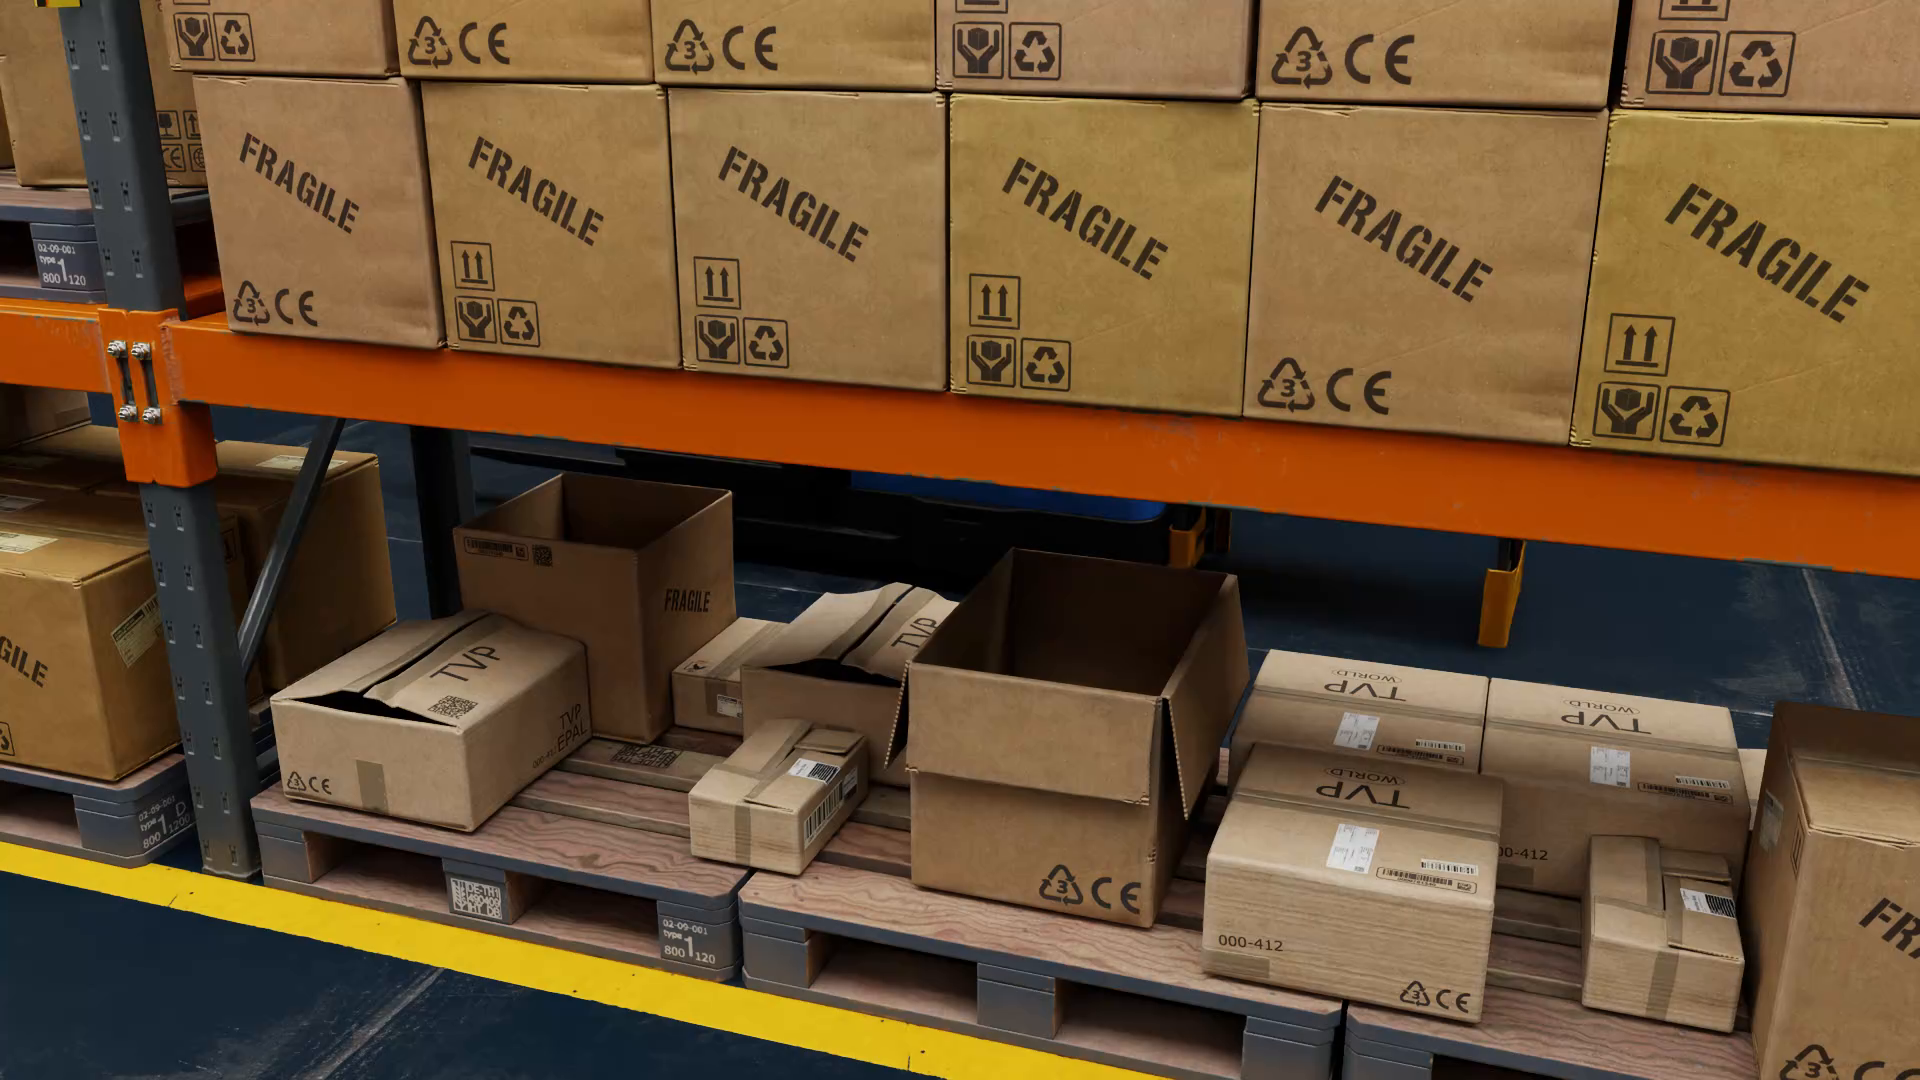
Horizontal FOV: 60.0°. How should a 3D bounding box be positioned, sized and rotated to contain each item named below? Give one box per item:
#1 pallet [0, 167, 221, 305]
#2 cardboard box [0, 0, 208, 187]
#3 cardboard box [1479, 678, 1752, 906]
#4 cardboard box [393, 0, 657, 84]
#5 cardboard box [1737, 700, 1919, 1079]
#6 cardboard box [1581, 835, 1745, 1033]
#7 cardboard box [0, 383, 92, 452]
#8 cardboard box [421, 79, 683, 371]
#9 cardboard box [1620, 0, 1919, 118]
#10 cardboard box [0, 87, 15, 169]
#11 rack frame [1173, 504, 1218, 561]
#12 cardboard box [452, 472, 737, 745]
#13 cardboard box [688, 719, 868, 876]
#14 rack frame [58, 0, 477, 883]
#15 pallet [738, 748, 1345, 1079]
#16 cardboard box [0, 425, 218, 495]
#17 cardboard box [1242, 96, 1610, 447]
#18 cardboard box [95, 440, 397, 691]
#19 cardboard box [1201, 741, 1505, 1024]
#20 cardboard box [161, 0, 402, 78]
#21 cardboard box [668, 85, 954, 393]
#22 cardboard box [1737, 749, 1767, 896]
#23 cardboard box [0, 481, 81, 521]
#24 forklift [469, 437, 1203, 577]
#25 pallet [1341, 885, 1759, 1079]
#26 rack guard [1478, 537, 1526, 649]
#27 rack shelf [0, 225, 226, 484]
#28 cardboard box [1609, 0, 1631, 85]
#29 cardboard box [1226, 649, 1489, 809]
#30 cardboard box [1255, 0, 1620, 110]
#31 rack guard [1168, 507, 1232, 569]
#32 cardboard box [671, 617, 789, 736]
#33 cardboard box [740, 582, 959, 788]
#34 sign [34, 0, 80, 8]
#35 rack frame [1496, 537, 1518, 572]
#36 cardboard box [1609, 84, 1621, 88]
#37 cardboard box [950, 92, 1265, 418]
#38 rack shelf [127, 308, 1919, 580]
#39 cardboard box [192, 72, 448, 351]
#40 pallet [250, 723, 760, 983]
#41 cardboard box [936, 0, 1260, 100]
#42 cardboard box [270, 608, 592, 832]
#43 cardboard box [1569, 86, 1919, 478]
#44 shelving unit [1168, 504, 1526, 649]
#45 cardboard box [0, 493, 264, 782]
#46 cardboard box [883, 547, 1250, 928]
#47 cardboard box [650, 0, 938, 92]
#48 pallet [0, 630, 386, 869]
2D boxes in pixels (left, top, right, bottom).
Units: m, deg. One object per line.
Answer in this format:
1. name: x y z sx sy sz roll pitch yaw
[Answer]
1. pallet: -2.251 -0.820 4.165 1.213 0.211 1.003 7 20 18
2. cardboard box: -1.906 -1.157 4.049 0.500 0.500 0.700 0 19 0
3. cardboard box: 1.354 0.531 3.505 0.500 0.250 0.500 7 20 18
4. cardboard box: -0.692 -1.116 3.050 0.500 0.500 0.500 6 20 16
5. cardboard box: 1.652 0.632 2.836 0.500 0.500 0.500 7 20 18
6. cardboard box: 1.299 0.717 3.097 0.250 0.166 0.380 7 20 18
7. cardboard box: -2.853 -0.408 4.681 0.500 0.250 0.500 7 20 18
8. cardboard box: -0.655 -0.644 3.215 0.500 0.500 0.500 7 20 19
9. cardboard box: 1.259 -0.895 2.416 0.500 0.500 0.500 7 20 20
10. cardboard box: -2.576 -1.212 4.205 0.500 0.500 0.700 10 22 27
11. rack frame: 0.807 -0.592 5.496 0.032 1.500 0.500 8 21 21
12. cardboard box: -0.901 0.155 4.203 0.500 0.500 0.500 7 20 18
13. cardboard box: -0.386 0.542 3.600 0.250 0.166 0.380 7 20 18
14. rack frame: -1.532 -0.791 3.788 0.127 3.000 1.000 7 20 18
15. pallet: 0.273 0.732 3.657 1.213 0.211 1.003 7 20 18
16. cardboard box: -2.416 0.000 4.650 0.500 0.500 0.500 7 20 19
17. cardboard box: 0.774 -0.480 2.745 0.500 0.500 0.500 7 20 18
18. cardboard box: -1.909 0.054 4.494 0.500 0.500 0.500 6 20 16
19. cardboard box: 0.765 0.638 3.198 0.500 0.250 0.500 7 20 18
20. cardboard box: -1.179 -1.172 3.210 0.500 0.500 0.500 7 20 19
21. cardboard box: -0.183 -0.589 3.058 0.500 0.500 0.500 6 20 18
22. cardboard box: 1.728 0.592 3.456 0.250 0.166 0.380 7 20 18
23. cardboard box: -2.556 0.162 4.185 0.500 0.500 0.500 7 20 18
24. forklift: -0.596 -1.482 5.875 3.031 2.935 1.130 8 21 21
25. pallet: 1.421 0.864 3.277 1.213 0.211 1.003 7 20 18
26. rack guard: 1.748 0.124 5.340 0.087 0.250 0.587 8 21 21
27. rack shelf: -3.421 -0.667 4.526 4.000 0.370 1.077 7 20 18
28. cardboard box: 1.418 -1.062 2.895 0.500 0.500 0.500 7 20 19
29. cardboard box: 0.882 0.477 3.660 0.500 0.250 0.500 7 20 18
30. cardboard box: 0.767 -0.950 2.572 0.500 0.500 0.500 7 20 20
31. rack guard: 0.825 0.001 5.694 0.087 0.250 0.587 8 21 21
32. cardboard box: -0.527 0.343 4.199 0.250 0.149 0.380 7 20 18
33. cardboard box: -0.192 0.325 4.002 0.500 0.311 0.500 7 20 18
34. sign: -1.711 -1.165 3.101 0.005 0.325 0.100 7 20 18
35. rack frame: 1.749 -0.466 5.134 0.032 1.500 0.500 8 21 21
36. cardboard box: 1.425 -0.590 3.060 0.500 0.500 0.500 6 20 18
37. cardboard box: 0.298 -0.535 2.901 0.500 0.500 0.500 6 20 17
38. rack shelf: 0.357 -0.235 3.287 4.000 0.370 1.077 7 20 18
39. cardboard box: -1.140 -0.698 3.370 0.500 0.500 0.500 7 20 19
40. pallet: -0.883 0.600 4.033 1.213 0.211 1.003 7 20 18
41. cardboard box: 0.282 -1.005 2.731 0.500 0.500 0.500 7 20 20
42. cardboard box: -1.206 0.384 3.835 0.500 0.311 0.500 7 20 18
43. cardboard box: 1.243 -0.425 2.586 0.500 0.500 0.500 7 20 19
44. shelving unit: 1.286 -0.528 5.311 1.083 1.500 0.587 8 21 21
45. cardboard box: -2.092 0.218 4.024 0.500 0.500 0.500 6 20 18
46. cardboard box: 0.245 0.382 3.549 0.637 0.503 0.797 7 20 18
47. cardboard box: -0.206 -1.061 2.891 0.500 0.500 0.500 6 20 16
48. pallet: -2.313 0.450 4.465 1.213 0.211 1.003 7 20 18
